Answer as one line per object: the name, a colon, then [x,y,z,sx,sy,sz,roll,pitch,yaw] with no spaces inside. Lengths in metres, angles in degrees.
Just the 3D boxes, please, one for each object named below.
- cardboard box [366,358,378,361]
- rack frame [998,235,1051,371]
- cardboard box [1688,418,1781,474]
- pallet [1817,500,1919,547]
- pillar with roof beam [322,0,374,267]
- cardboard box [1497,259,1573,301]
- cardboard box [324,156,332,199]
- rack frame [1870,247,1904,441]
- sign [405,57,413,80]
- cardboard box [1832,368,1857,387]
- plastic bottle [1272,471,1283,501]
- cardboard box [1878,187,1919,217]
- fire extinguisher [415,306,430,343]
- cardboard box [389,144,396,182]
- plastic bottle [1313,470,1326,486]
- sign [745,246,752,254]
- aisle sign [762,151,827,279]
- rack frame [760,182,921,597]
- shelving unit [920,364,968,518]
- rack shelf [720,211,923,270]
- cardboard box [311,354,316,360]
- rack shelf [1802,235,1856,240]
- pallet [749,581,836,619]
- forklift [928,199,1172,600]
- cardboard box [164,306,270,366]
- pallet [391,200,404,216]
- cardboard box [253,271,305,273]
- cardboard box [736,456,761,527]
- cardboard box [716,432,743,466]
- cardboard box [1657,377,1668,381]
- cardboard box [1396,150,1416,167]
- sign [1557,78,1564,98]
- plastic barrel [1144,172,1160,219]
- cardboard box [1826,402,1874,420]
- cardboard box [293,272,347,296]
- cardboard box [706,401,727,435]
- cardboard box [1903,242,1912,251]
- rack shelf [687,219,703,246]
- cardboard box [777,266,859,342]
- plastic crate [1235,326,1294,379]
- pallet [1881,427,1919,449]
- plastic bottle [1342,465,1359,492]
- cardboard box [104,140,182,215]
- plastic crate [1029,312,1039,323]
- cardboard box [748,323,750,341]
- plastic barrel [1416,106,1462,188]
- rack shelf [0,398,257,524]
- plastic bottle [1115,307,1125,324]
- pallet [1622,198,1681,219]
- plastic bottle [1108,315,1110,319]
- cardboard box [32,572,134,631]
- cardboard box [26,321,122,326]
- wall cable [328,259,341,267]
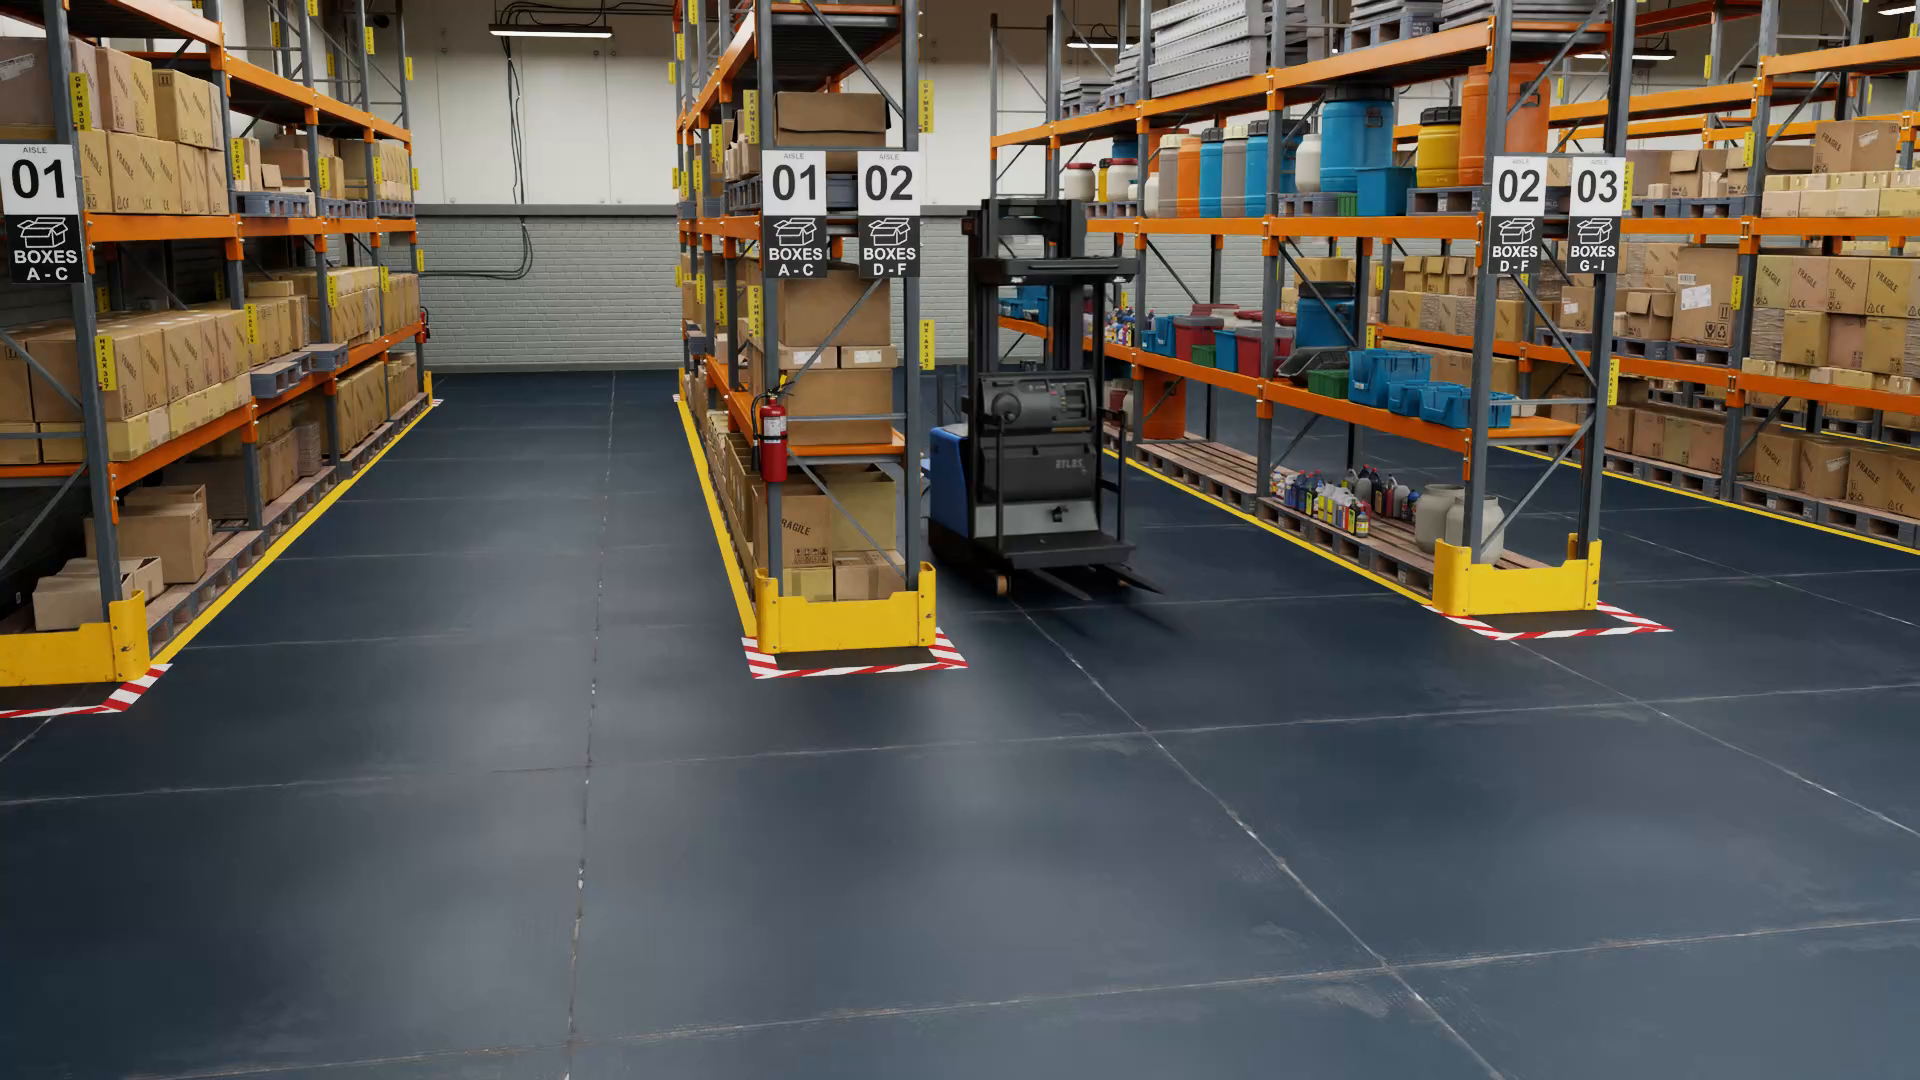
cardboard box: [-8.471,-2.499,23.630,0.380,0.149,0.250,-2,11,-10]
rack frame: [0.985,-3.904,27.183,1.000,3.000,0.127,-2,11,-11]
cardboard box: [8.079,-0.984,17.355,0.700,0.500,0.500,-3,11,-15]
pallet: [8.583,-0.167,15.009,1.003,0.211,1.213,-2,11,-11]
pillar with roof beam: [-5.884,-7.111,27.988,9.100,9.000,0.548,-2,11,-11]
cardboard box: [7.273,-3.293,21.025,0.797,0.503,0.637,-2,11,-9]
cardboard box: [-7.685,-4.189,19.217,0.700,0.500,0.500,-2,11,-11]
rack frame: [12.284,-2.778,21.271,1.000,3.000,0.127,-2,11,-11]
sign: [-8.198,-7.005,24.725,0.100,0.325,0.005,-2,11,-11]
cardboard box: [8.191,-1.481,15.125,0.380,0.149,0.250,-2,11,-11]
plastic bottle: [2.951,-0.504,15.443,0.097,0.271,0.097,0,11,0]
cardboard box: [8.318,-2.906,14.321,0.500,0.250,0.500,-2,11,-12]
fire extinguisher: [-8.310,-3.367,25.566,0.296,0.674,0.183,-2,11,-11]
cardboard box: [-8.026,-5.159,22.760,0.500,0.500,0.500,-2,11,-11]
plastic bottle: [3.210,-0.460,14.997,0.144,0.351,0.185,-2,11,-11]
sign: [-3.326,-4.465,26.189,0.100,0.325,0.005,-2,11,-11]
aisle sign: [-1.038,-2.044,10.460,0.394,0.787,0.004,-2,11,-11]
rack frame: [-0.763,-0.790,10.823,1.000,3.000,0.127,-2,11,-11]
shelving unit: [-0.094,-0.757,14.664,0.538,1.500,1.048,-3,11,-16]
rack shelf: [-1.152,-2.277,12.537,1.077,0.370,4.000,-2,11,-11]
cardboard box: [-7.014,-2.031,17.965,0.380,0.149,0.250,-2,11,-12]
rack shelf: [15.953,-5.197,27.882,1.077,0.370,4.000,-2,11,-11]
pallet: [-0.952,0.441,11.812,1.003,0.211,1.213,-2,11,-11]
forklift: [0.679,-1.102,12.646,1.130,2.935,3.031,-4,11,-18]
cardboard box: [-6.566,-1.805,14.713,0.700,0.500,0.500,-1,11,-5]
pallet: [-8.338,-4.613,23.127,1.003,0.211,1.213,-2,11,-11]
cardboard box: [-7.713,-2.913,18.854,0.500,0.250,0.500,-2,11,-12]
cardboard box: [-1.464,-0.376,12.873,0.500,0.500,0.500,-2,11,-11]
cardboard box: [-2.103,-0.905,16.159,0.500,0.311,0.500,-2,11,-11]
cardboard box: [11.068,-2.559,25.826,0.380,0.149,0.250,-3,11,-14]
cardboard box: [6.445,-5.669,24.774,0.500,0.250,0.500,-3,11,-15]
sign: [10.196,-7.671,28.221,0.100,0.325,0.005,-2,11,-11]
plastic barrel: [2.301,-3.897,18.826,0.421,0.512,0.421,0,11,0]
cardboard box: [11.900,-1.868,22.050,0.500,0.500,0.500,-2,11,-11]
cardboard box: [-7.118,-2.841,18.477,0.500,0.250,0.500,-2,11,-12]
cardboard box: [-2.731,-1.408,19.580,0.500,0.500,0.500,-2,11,-9]
cardboard box: [15.783,-4.851,27.485,0.380,0.149,0.250,-2,11,-12]
rack shelf: [-2.708,-3.744,20.246,1.077,0.370,4.000,-2,11,-11]
cardboard box: [-0.959,-1.668,11.701,0.700,0.500,0.500,-2,11,-12]
plastic crate: [2.925,-1.812,16.022,0.402,0.464,0.583,-2,11,-11]
pallet: [12.364,-1.261,20.758,1.003,0.211,1.213,-2,11,-11]
plastic bottle: [3.585,-0.505,15.233,0.144,0.351,0.185,-2,11,-11]
cardboard box: [-5.740,-2.504,11.487,0.500,0.500,0.500,-1,11,-7]
plastic crate: [1.282,-3.260,24.376,0.437,0.125,0.590,-2,11,-11]
cardboard box: [-1.525,-1.693,13.569,0.380,0.149,0.250,-2,11,-12]
plastic barrel: [3.750,-2.946,12.502,0.600,0.588,0.600,0,11,0]
rack shelf: [-6.010,-0.622,11.867,1.077,0.370,4.000,-2,11,-11]
plastic bottle: [2.157,-2.950,22.304,0.144,0.351,0.185,-2,11,-11]
pallet: [7.957,-3.571,17.917,1.213,0.211,1.003,-2,11,-11]
plastic bottle: [2.038,-3.004,22.988,0.097,0.201,0.097,0,11,0]
cardboard box: [-5.667,0.366,10.767,0.500,0.311,0.500,-3,11,-17]
cardboard box: [-6.212,-1.272,11.698,0.500,0.500,0.500,-2,11,-10]
wall cable: [-9.910,-4.243,26.248,0.084,1.984,1.851,-2,11,-11]
